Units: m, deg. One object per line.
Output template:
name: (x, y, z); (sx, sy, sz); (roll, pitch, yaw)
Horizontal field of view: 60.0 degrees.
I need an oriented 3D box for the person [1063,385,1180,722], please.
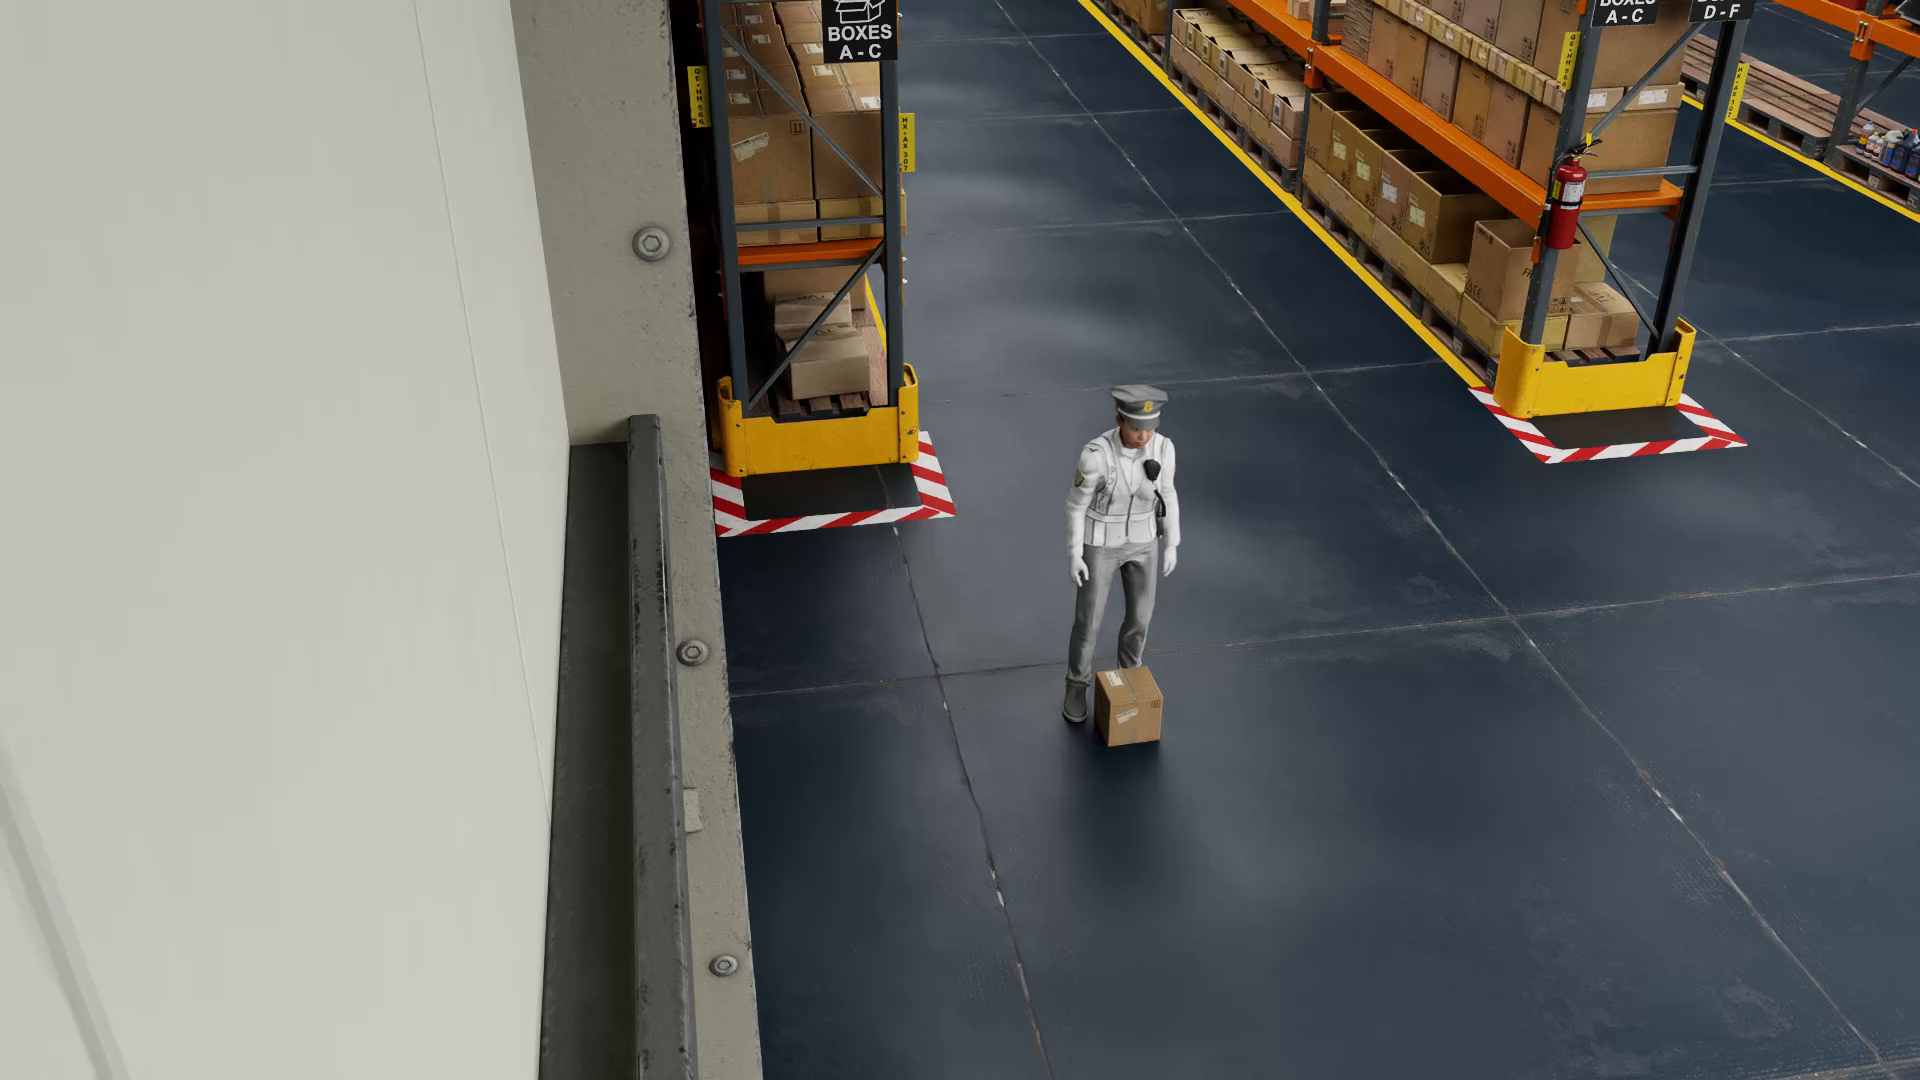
person: (0.735, 0.044, 7.553); (0.541, 1.665, 0.373); (-6, 31, -11)
